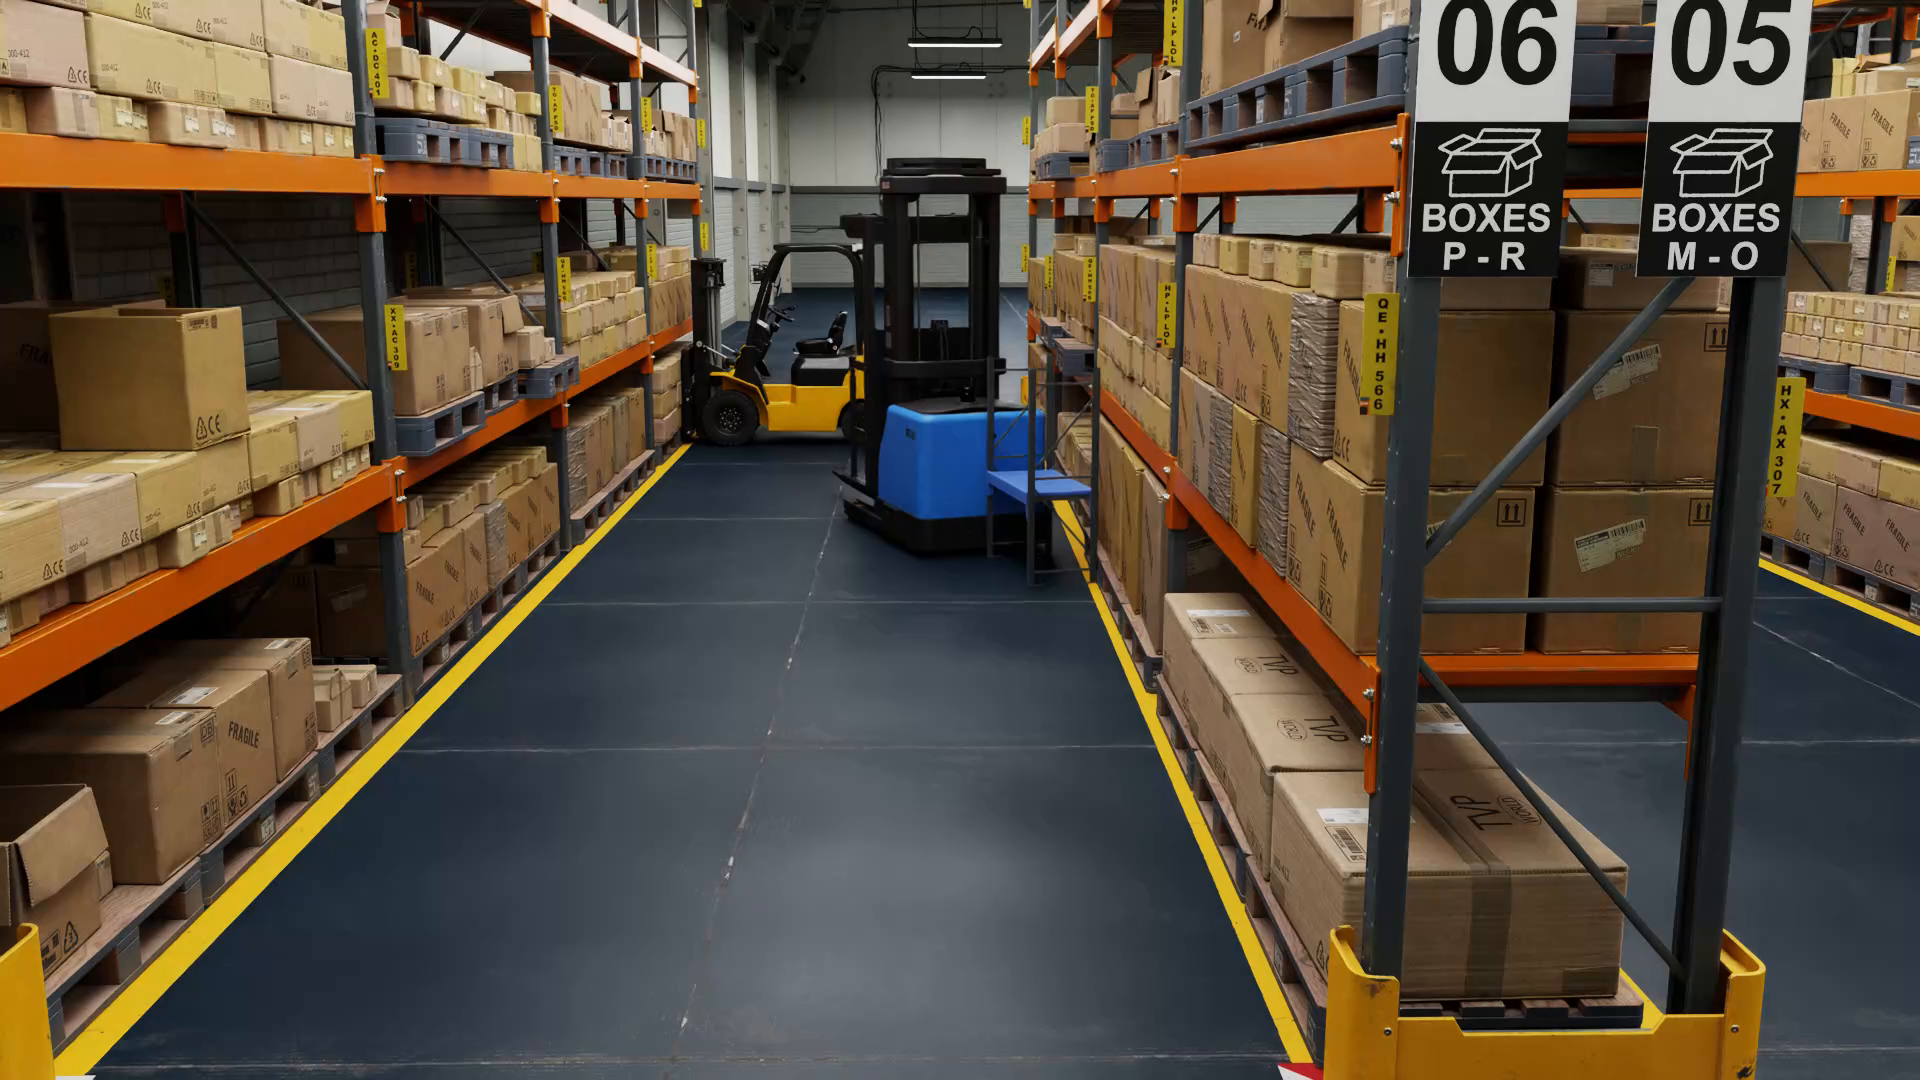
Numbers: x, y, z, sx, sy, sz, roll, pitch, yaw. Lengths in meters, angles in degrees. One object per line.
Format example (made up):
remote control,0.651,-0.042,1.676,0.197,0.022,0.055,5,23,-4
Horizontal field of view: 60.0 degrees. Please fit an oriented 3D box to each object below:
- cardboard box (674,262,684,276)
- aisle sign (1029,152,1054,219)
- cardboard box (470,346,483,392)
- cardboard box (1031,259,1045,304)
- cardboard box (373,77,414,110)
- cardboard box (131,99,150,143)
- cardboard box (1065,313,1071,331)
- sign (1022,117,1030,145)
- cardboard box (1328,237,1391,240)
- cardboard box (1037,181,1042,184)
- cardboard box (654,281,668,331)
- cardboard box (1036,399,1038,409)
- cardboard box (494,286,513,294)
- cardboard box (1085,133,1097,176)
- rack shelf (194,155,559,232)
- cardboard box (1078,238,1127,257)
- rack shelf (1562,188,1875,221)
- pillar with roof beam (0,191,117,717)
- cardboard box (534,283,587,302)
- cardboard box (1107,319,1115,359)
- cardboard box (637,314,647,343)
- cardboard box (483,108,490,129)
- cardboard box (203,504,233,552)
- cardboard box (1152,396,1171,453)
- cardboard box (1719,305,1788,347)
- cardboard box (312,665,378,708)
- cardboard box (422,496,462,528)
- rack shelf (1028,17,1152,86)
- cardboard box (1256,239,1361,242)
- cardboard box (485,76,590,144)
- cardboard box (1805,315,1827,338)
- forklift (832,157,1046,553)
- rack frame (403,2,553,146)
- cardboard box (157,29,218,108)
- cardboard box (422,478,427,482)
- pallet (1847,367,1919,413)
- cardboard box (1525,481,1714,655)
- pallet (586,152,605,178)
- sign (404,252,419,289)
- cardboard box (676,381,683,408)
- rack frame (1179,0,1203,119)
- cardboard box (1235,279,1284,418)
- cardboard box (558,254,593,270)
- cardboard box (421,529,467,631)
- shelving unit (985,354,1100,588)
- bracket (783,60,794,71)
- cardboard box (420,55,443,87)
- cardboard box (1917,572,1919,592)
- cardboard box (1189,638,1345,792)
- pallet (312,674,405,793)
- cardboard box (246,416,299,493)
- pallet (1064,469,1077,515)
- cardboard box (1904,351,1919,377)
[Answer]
cardboard box,-3.285,-3.016,18.498,0.380,0.149,0.250,0,11,-1
aisle sign,1.028,-4.278,20.063,0.394,0.787,0.004,0,11,-1
cardboard box,-3.021,-1.004,9.746,0.396,0.266,0.258,0,11,2
cardboard box,1.085,-2.989,19.251,0.500,0.500,0.500,0,11,1
cardboard box,-2.984,-2.249,8.381,0.380,0.149,0.250,0,11,0
cardboard box,-3.069,-1.457,5.782,0.380,0.149,0.250,0,11,-2
cardboard box,1.116,-1.910,14.506,0.380,0.149,0.250,0,11,1
sign,0.797,-4.889,19.871,0.100,0.325,0.005,0,11,-1
cardboard box,1.827,-1.252,7.288,0.380,0.149,0.250,0,11,-2
cardboard box,1.052,-4.016,18.397,0.380,0.149,0.250,0,11,-1
cardboard box,-3.316,-2.418,17.184,0.500,0.500,0.500,0,11,0
cardboard box,1.106,-1.480,18.668,0.500,0.250,0.500,1,11,3
cardboard box,-3.729,-1.916,13.074,0.380,0.149,0.250,0,11,-1
cardboard box,1.444,-3.226,13.614,0.797,0.503,0.637,0,11,-1
rack shelf,-3.417,-2.101,10.138,1.077,0.370,4.000,0,11,-1
cardboard box,1.189,-2.445,13.880,0.380,0.149,0.250,-1,11,-4
rack shelf,6.410,-2.958,14.361,1.077,0.370,4.000,0,11,-1
pillar with roof beam,0.042,-3.402,7.196,9.100,9.000,0.400,0,11,-1
cardboard box,-3.261,-2.019,13.583,0.380,0.149,0.250,0,11,-1
cardboard box,1.278,-1.370,11.386,0.500,0.250,0.500,0,11,0
cardboard box,-3.269,-2.004,15.770,0.500,0.250,0.500,0,11,0
cardboard box,-3.240,-2.701,10.659,0.380,0.149,0.250,0,11,-1
cardboard box,-3.028,-0.043,6.360,0.380,0.149,0.250,0,11,0
cardboard box,1.326,-0.622,8.959,0.500,0.250,0.500,-1,11,-3
cardboard box,6.174,-1.581,13.054,0.500,0.500,0.500,0,11,-1
cardboard box,-3.070,0.714,8.107,0.380,0.149,0.250,-1,11,-3
cardboard box,-3.204,-0.167,9.940,0.380,0.149,0.250,0,11,-1
rack shelf,1.380,-5.181,17.783,1.077,0.370,4.000,0,11,-1
cardboard box,1.411,-1.147,6.771,0.380,0.149,0.250,0,11,-1
cardboard box,-3.340,-3.400,13.172,0.700,0.500,0.500,0,11,-2
cardboard box,6.268,-1.521,11.838,0.380,0.149,0.250,0,11,2
forklift,-0.324,-1.594,13.545,1.130,2.935,3.031,-4,12,-20
rack frame,-3.458,-4.322,11.728,1.000,3.000,0.127,0,11,-1
cardboard box,-3.092,-1.728,6.119,0.500,0.250,0.500,0,11,-2
cardboard box,-3.728,-0.367,10.924,0.380,0.149,0.250,0,11,-2
pallet,6.533,-0.956,10.708,1.003,0.211,1.213,0,11,-1
cardboard box,1.947,0.042,5.056,0.500,0.500,0.500,0,11,-2
pallet,-3.588,-3.116,13.804,1.003,0.211,1.213,0,11,1
sign,-4.013,-1.946,12.195,0.100,0.325,0.005,0,11,-1
cardboard box,-3.253,-1.577,17.892,0.500,0.250,0.500,0,11,-2
rack frame,1.587,-3.548,7.913,1.000,3.000,0.127,0,11,-1
cardboard box,1.366,-0.748,6.437,0.500,0.500,0.500,0,11,-2
cardboard box,-3.849,-2.752,16.447,0.380,0.149,0.250,0,11,-1
cardboard box,-3.181,0.230,9.612,0.500,0.500,0.500,0,11,-2
shelving unit,0.575,-0.519,11.843,0.538,1.500,1.048,-3,12,-15
bracket,-4.713,-12.904,44.979,0.076,0.066,4.783,0,11,-1
cardboard box,-2.983,-2.498,8.862,0.380,0.149,0.250,0,11,-2
cardboard box,6.257,0.123,10.138,0.500,0.500,0.500,-1,11,-2
cardboard box,1.512,0.745,7.228,0.875,0.438,0.875,-1,11,-3
pallet,-3.362,0.917,8.010,1.003,0.211,1.213,0,11,-1
cardboard box,-3.099,-0.360,6.917,0.500,0.250,0.500,0,11,-2
pallet,1.467,-0.433,14.664,1.003,0.211,1.213,0,11,-1
cardboard box,6.292,-1.121,10.615,0.380,0.149,0.250,-1,11,-3
